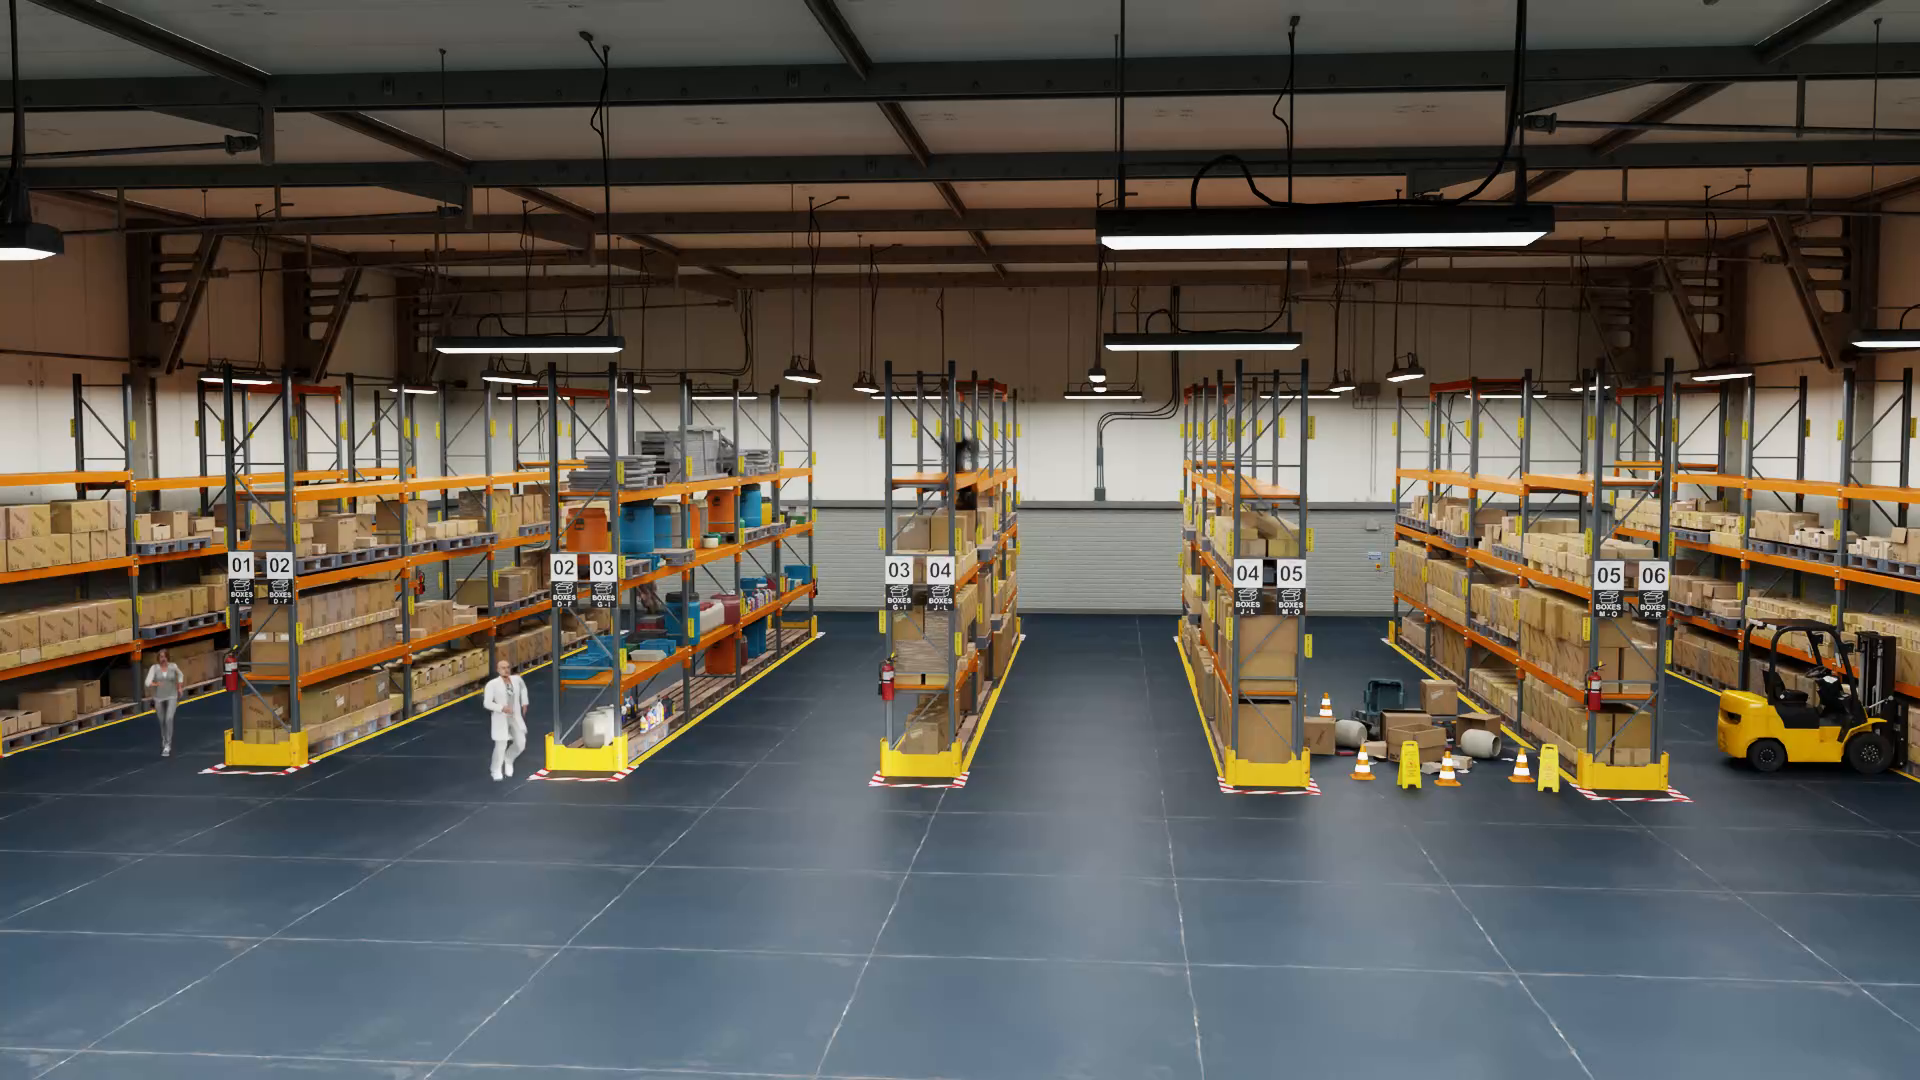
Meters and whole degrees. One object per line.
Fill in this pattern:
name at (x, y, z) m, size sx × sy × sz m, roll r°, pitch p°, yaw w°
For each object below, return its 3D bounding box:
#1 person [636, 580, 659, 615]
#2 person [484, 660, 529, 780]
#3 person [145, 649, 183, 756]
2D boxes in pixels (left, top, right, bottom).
person at (-7.872, 1.414, 41.538) m, size 0.661 × 1.713 × 0.759 m, roll 3°, pitch 5°, yaw 42°
person at (-6.430, 2.569, 23.648) m, size 0.721 × 1.733 × 0.836 m, roll -2°, pitch 5°, yaw -34°
person at (-12.326, 2.483, 25.775) m, size 0.505 × 1.609 × 0.861 m, roll -1°, pitch 4°, yaw -18°
